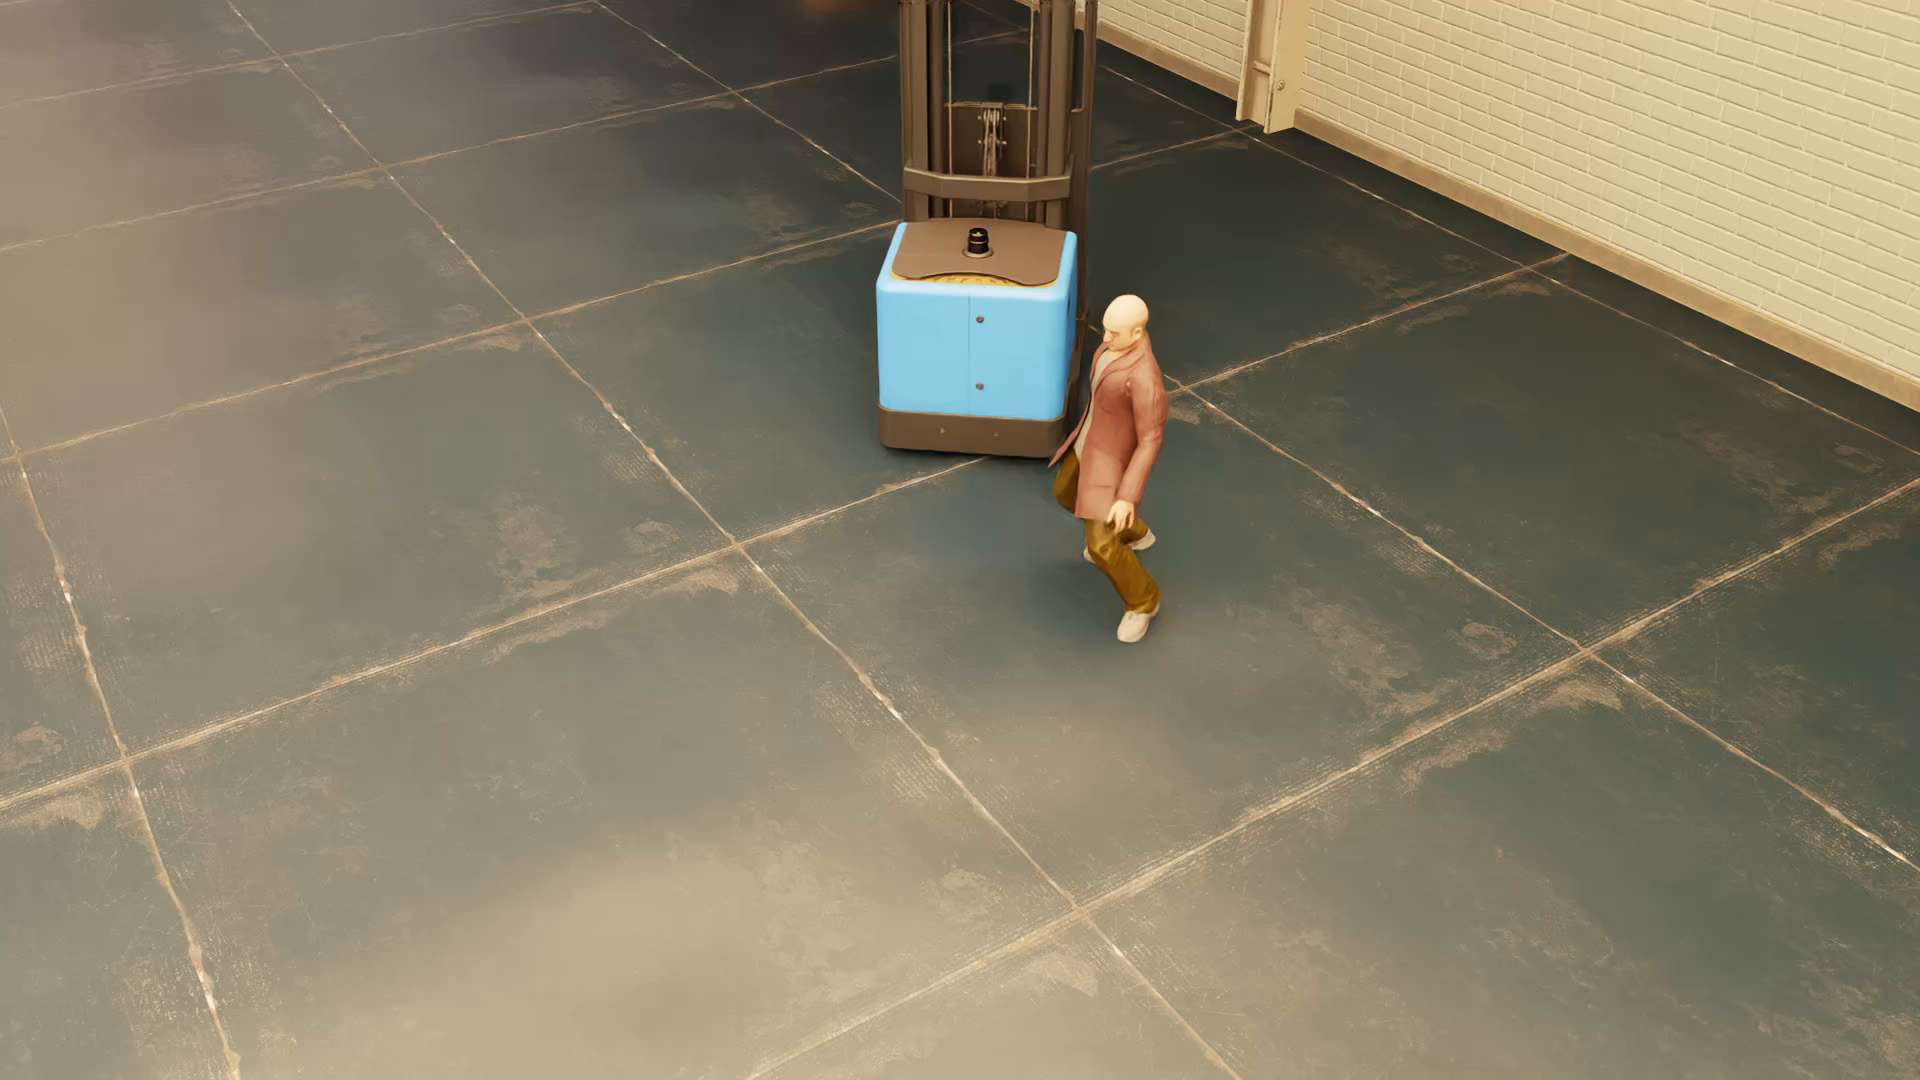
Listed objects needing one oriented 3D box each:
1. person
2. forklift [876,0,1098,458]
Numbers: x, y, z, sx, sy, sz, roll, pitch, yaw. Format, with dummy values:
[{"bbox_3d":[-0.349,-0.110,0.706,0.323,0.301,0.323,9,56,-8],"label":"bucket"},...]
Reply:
[{"bbox_3d":[0.733,-0.441,7.871,0.577,1.687,0.939,-4,35,-6],"label":"person"},{"bbox_3d":[0.240,-2.488,9.688,1.130,2.935,3.031,4,35,6],"label":"forklift"}]
